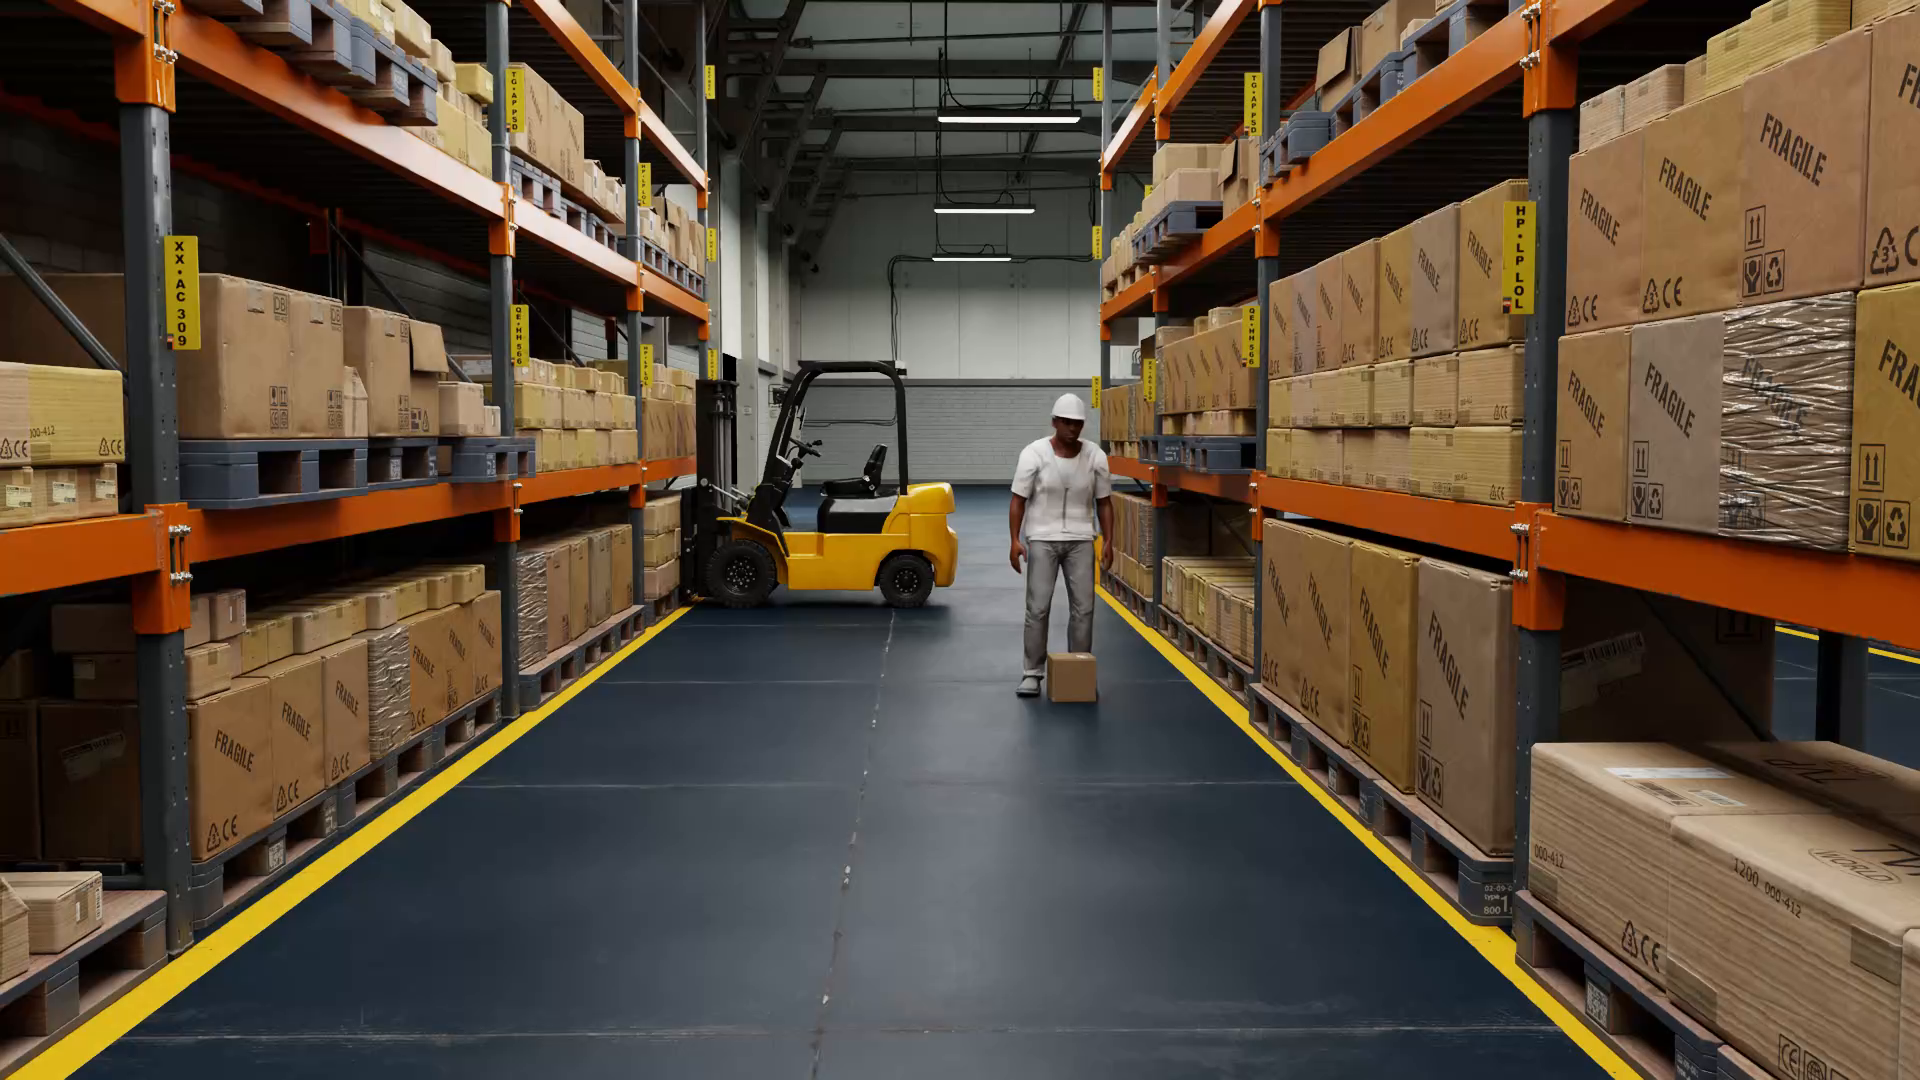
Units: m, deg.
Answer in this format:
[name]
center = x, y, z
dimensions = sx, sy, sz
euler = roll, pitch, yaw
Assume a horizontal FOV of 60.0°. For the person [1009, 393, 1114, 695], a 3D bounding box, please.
[person]
center = 0.600, 0.024, 9.749
dimensions = 0.629, 1.759, 0.460
euler = 0, 4, -6
